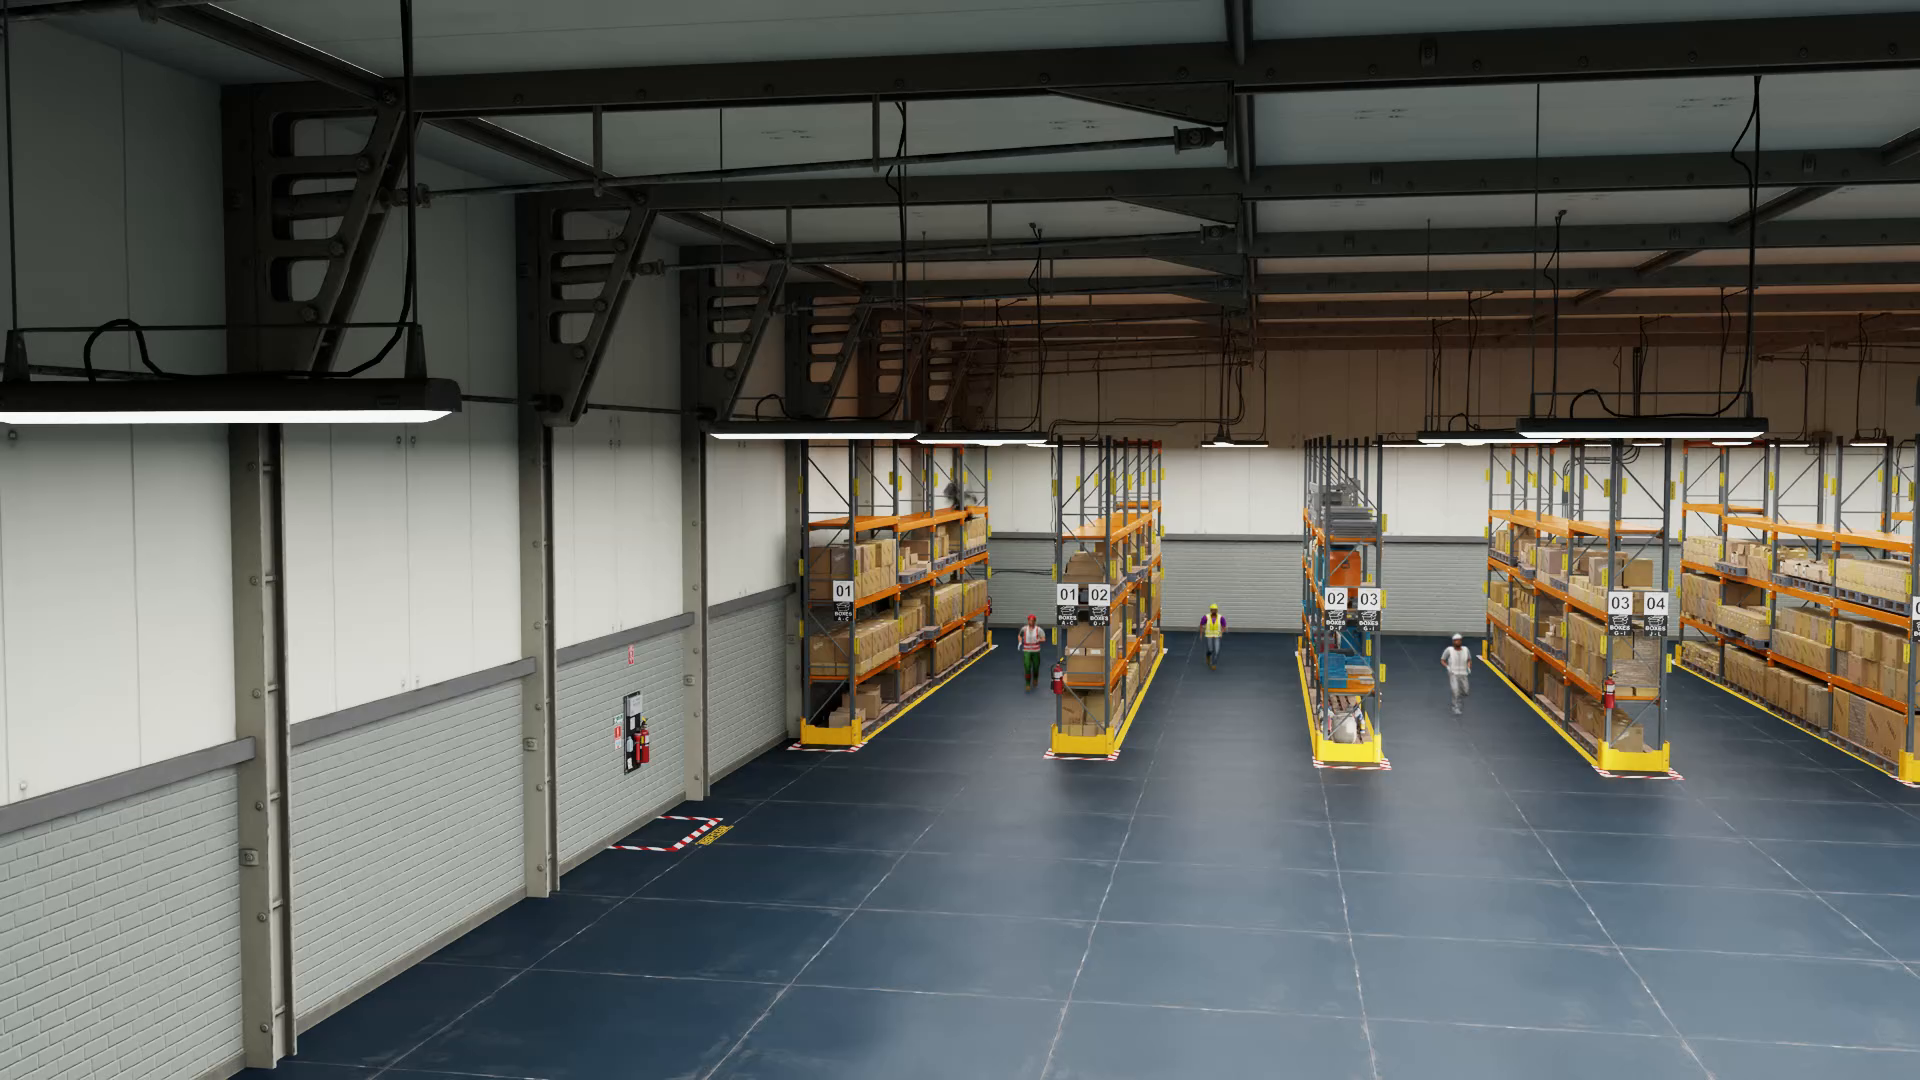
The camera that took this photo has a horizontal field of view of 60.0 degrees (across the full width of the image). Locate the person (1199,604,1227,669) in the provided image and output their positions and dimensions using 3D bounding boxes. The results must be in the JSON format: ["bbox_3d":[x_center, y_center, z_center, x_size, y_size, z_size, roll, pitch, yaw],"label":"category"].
[{"bbox_3d":[6.596,2.524,43.313,0.694,1.711,0.620,0,3,3],"label":"person"}]

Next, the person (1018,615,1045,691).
[{"bbox_3d":[1.705,2.658,39.590,0.659,1.772,1.004,0,3,4],"label":"person"}]

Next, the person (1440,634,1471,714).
[{"bbox_3d":[10.772,2.905,36.042,0.679,1.732,0.622,0,3,-1],"label":"person"}]
